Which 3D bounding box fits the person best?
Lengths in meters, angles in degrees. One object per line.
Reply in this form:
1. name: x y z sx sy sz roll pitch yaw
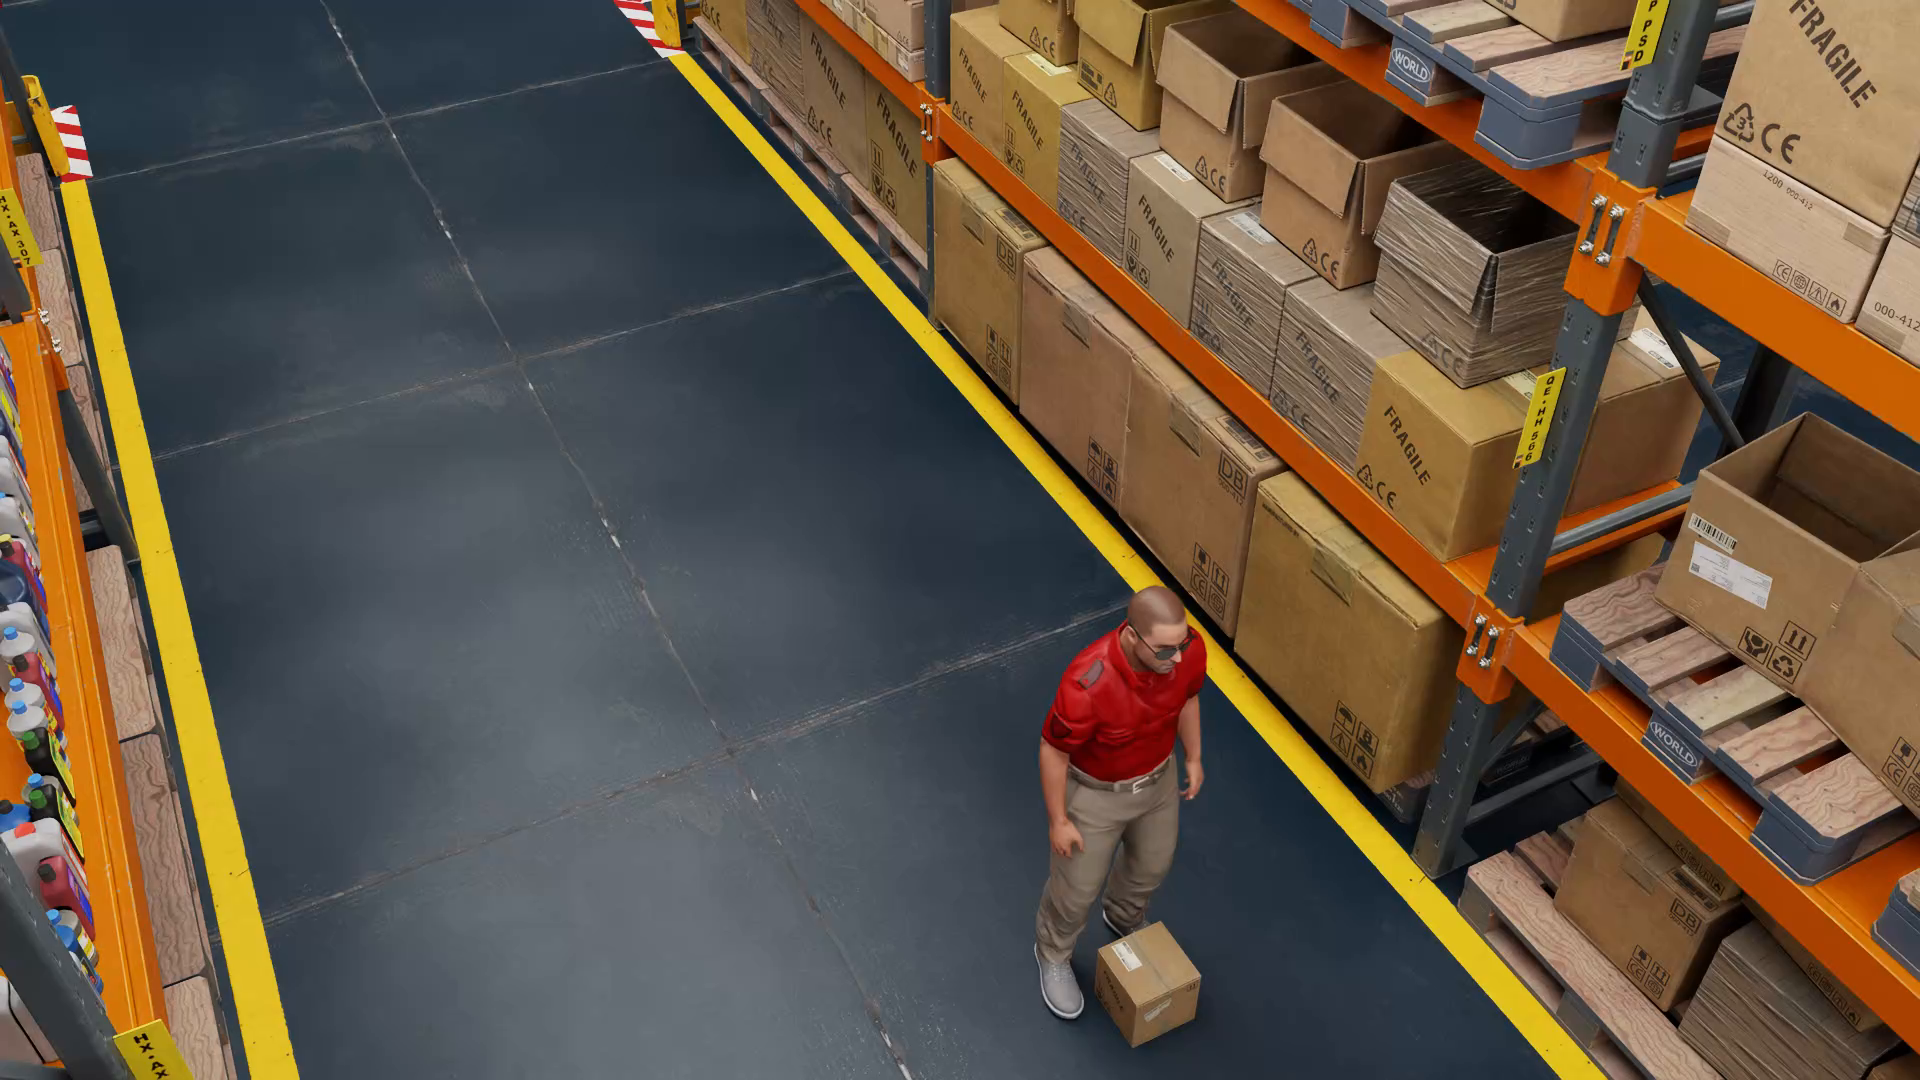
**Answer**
1. person: 0.510 0.784 5.266 0.606 1.728 0.386 -21 45 -22
